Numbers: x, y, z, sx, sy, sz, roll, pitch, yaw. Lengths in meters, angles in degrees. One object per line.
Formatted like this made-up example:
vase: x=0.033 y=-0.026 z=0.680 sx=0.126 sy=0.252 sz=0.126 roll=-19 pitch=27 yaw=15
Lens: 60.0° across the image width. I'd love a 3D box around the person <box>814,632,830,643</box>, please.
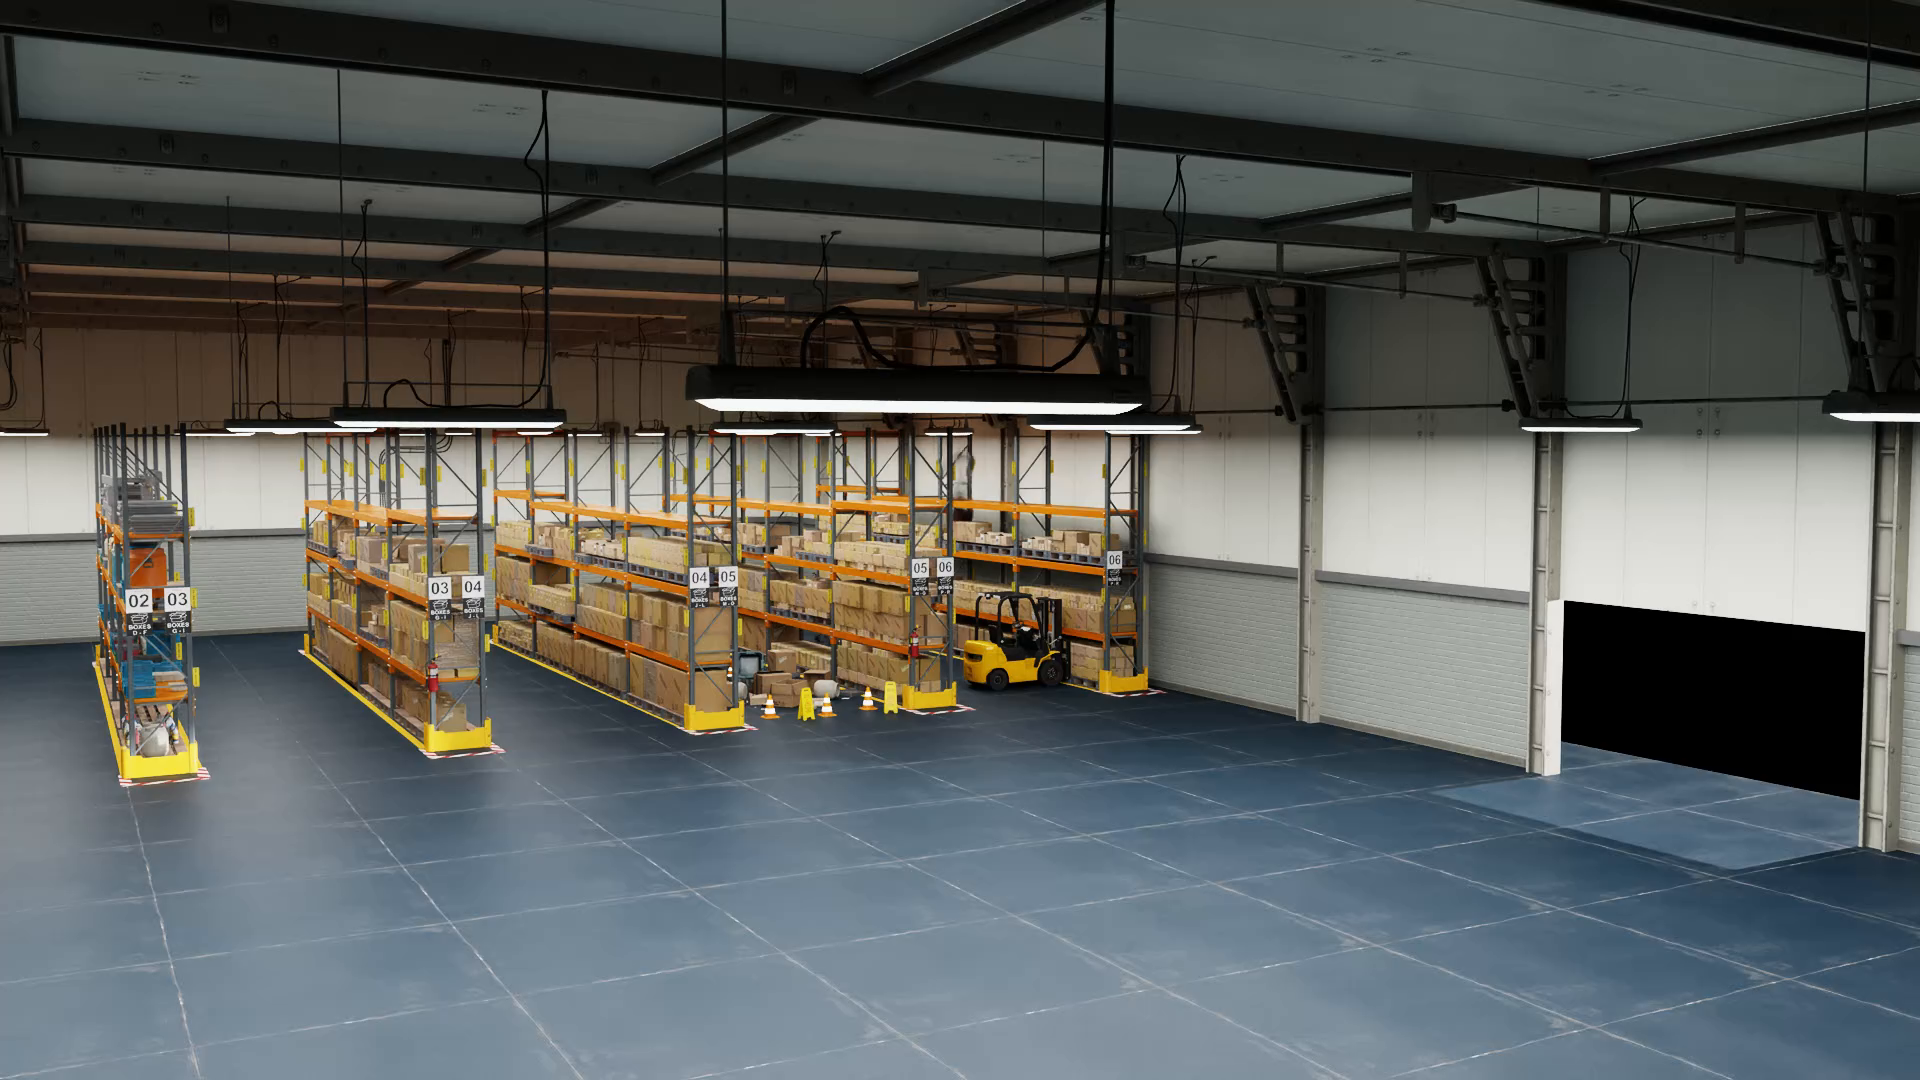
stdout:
person: x=-3.914 y=2.096 z=46.602 sx=0.661 sy=1.672 sz=0.826 roll=-2 pitch=4 yaw=-29
